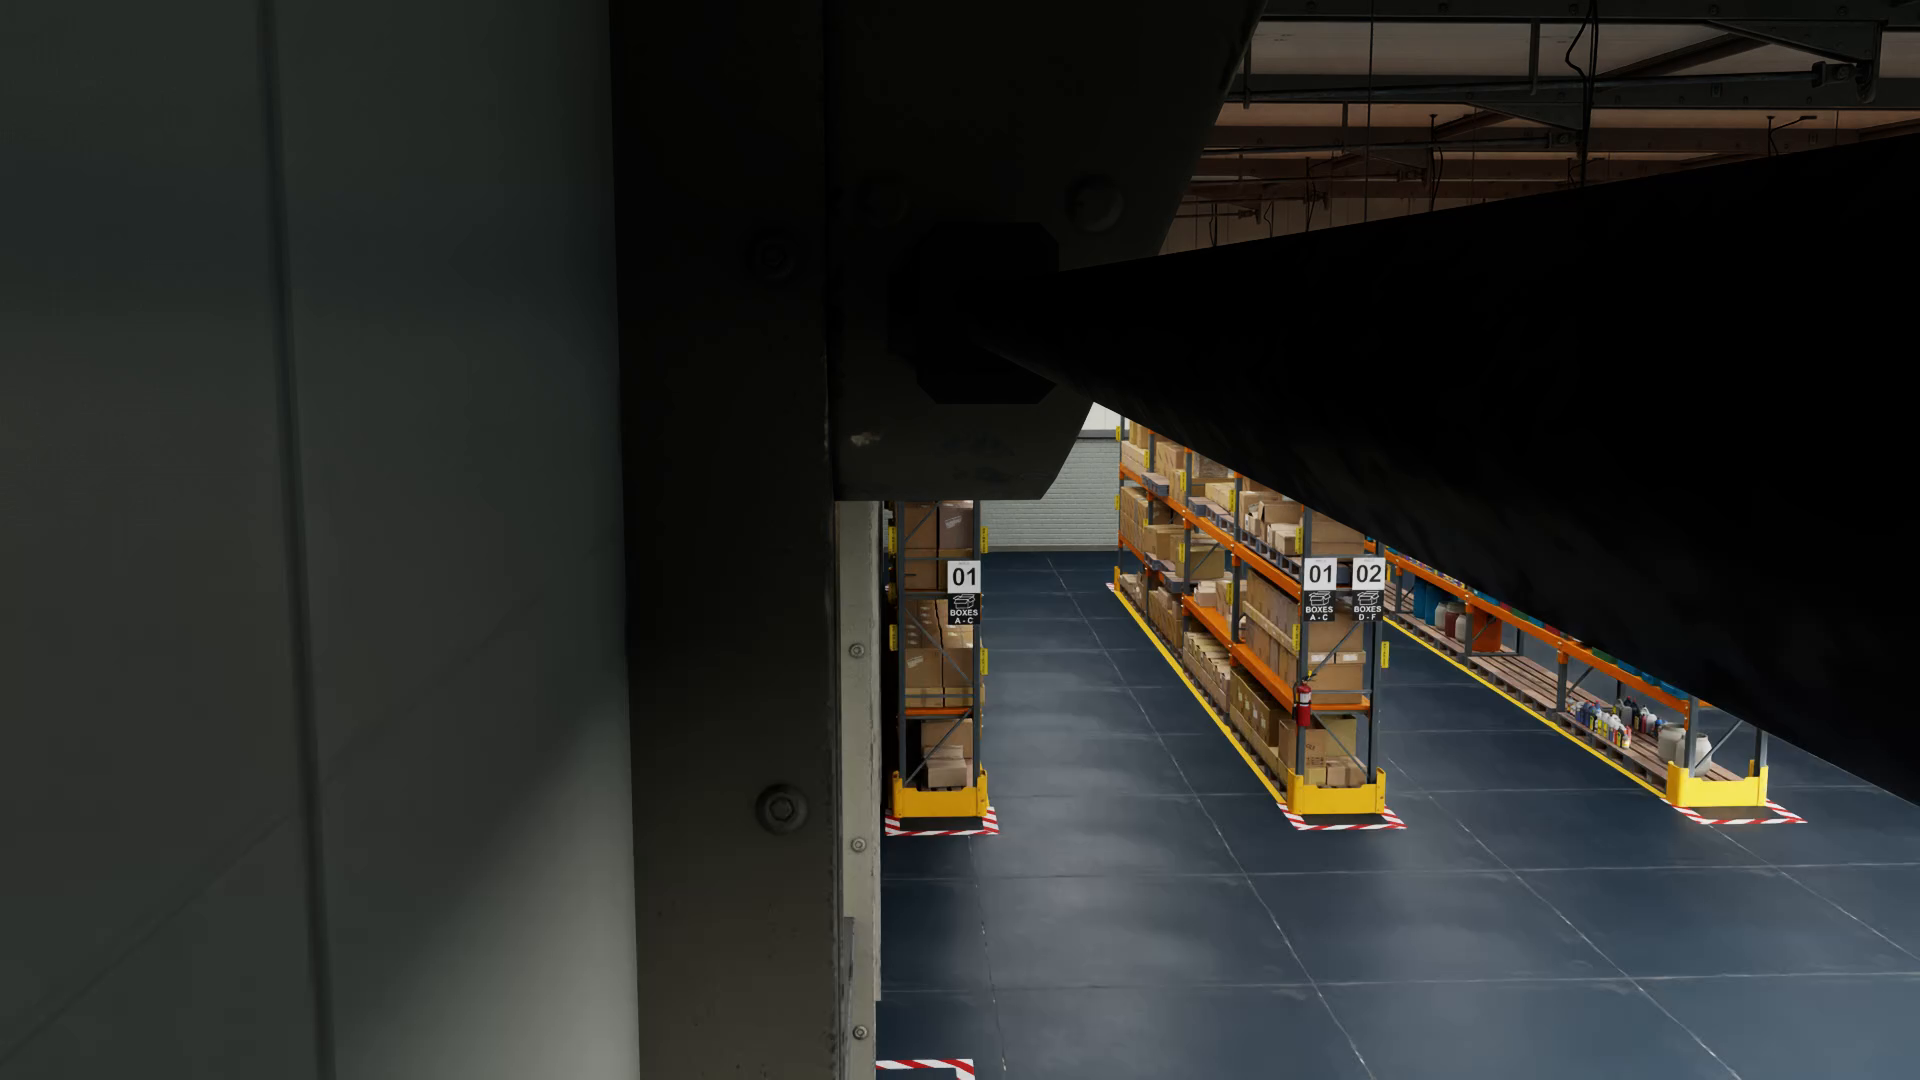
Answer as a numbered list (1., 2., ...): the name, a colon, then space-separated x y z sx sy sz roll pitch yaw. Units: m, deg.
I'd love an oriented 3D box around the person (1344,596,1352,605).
1. person: 7.677 0.831 32.609 0.467 1.604 1.064 0 8 0
